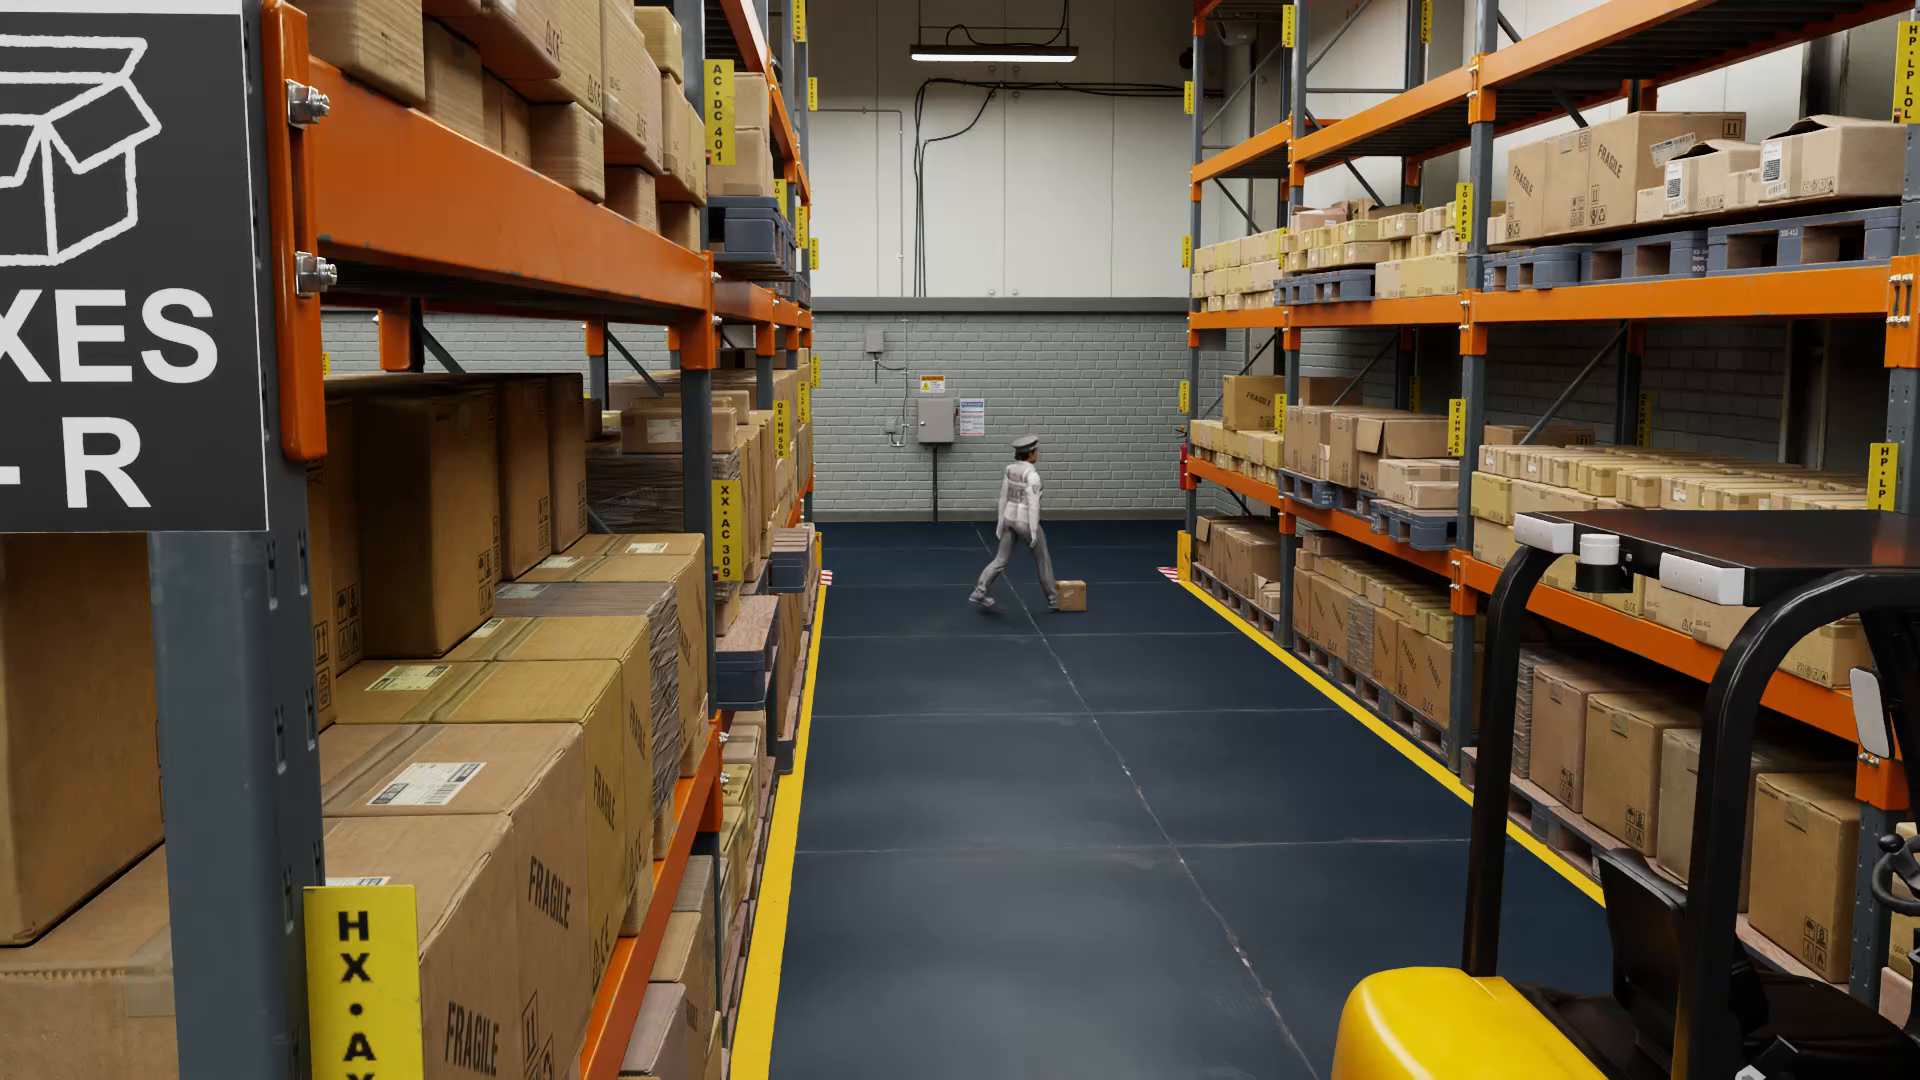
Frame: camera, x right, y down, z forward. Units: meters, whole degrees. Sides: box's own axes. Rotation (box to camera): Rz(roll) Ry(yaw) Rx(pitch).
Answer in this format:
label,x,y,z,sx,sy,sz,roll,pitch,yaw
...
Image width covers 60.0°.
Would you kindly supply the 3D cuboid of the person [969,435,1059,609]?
label,x,y,z,sx,sy,sz,roll,pitch,yaw
person,0.602,-0.162,15.539,0.983,1.638,0.529,-5,8,-33
